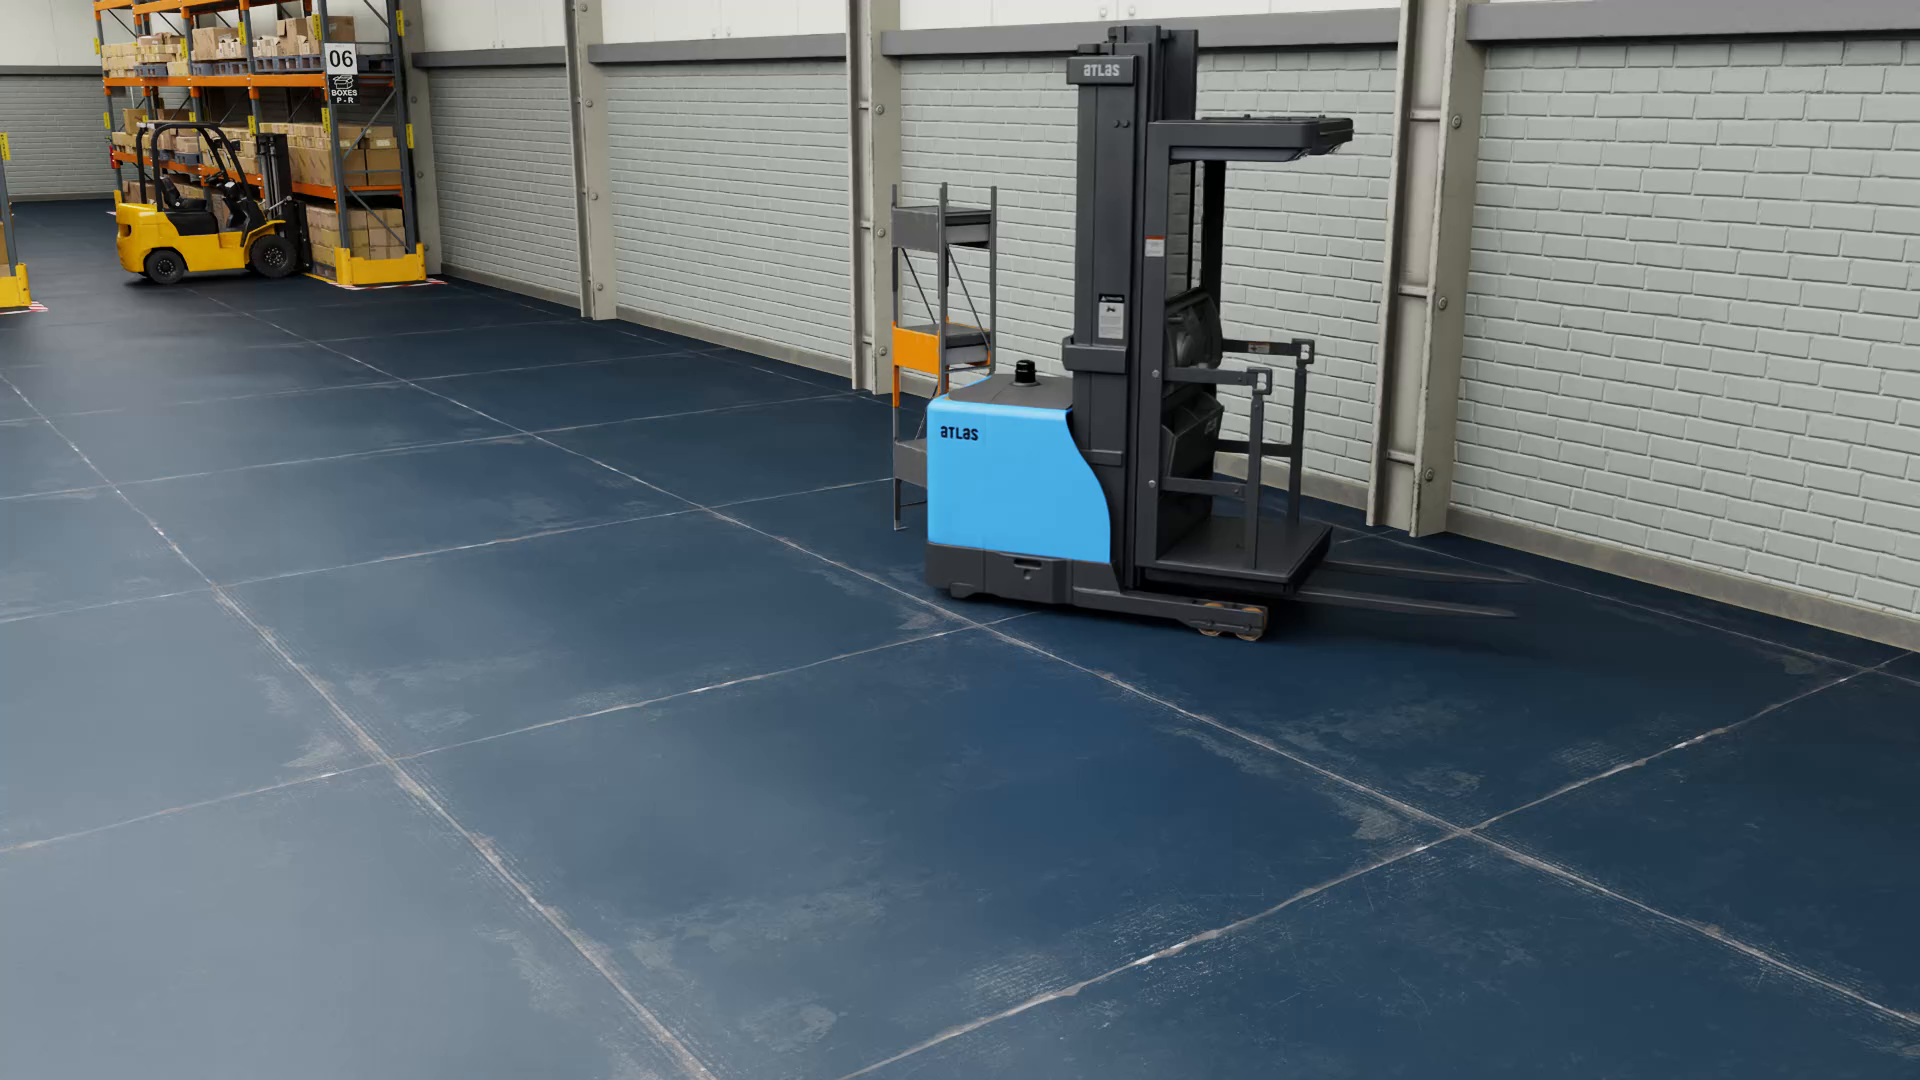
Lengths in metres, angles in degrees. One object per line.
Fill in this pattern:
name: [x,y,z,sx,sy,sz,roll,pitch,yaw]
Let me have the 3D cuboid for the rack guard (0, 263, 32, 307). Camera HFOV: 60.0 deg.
rack guard: [-12.176,-3.121,20.531,1.175,0.500,0.348,-11,19,-35]

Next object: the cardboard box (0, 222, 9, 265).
cardboard box: [-12.396,-3.768,21.155,0.500,0.500,0.500,-12,19,-36]

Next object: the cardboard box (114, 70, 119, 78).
cardboard box: [-16.991,-9.486,33.847,0.380,0.149,0.250,-11,19,-35]

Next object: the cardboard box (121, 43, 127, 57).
cardboard box: [-16.262,-9.690,32.889,0.500,0.250,0.500,-10,18,-34]

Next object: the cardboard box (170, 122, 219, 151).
cardboard box: [-13.931,-7.362,30.301,0.797,0.503,0.637,-11,19,-36]

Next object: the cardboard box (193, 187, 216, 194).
cardboard box: [-13.740,-6.346,30.290,0.380,0.149,0.250,-10,18,-33]

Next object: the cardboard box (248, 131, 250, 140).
cardboard box: [-11.118,-6.448,26.534,0.380,0.149,0.250,-11,19,-35]

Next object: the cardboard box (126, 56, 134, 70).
cardboard box: [-15.974,-9.335,32.541,0.500,0.250,0.500,-12,19,-36]

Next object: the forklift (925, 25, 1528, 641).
forklift: [1.379,-1.072,8.441,3.031,2.935,1.130,6,17,22]

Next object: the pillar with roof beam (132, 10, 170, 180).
pillar with roof beam: [-21.864,-11.439,34.824,9.100,9.000,0.400,-11,19,-35]

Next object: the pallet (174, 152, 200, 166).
pallet: [-13.277,-6.831,29.716,1.213,0.211,1.003,-11,19,-35]

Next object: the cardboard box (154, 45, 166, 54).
cardboard box: [-14.400,-8.912,30.202,0.380,0.149,0.250,-11,19,-34]

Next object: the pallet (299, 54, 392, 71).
pallet: [-8.513,-6.641,23.142,1.003,0.211,1.213,-11,19,-35]

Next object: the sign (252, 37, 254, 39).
sign: [-12.368,-8.608,29.035,0.100,0.325,0.005,-11,19,-35]

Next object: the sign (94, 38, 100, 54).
sign: [-17.965,-10.282,34.624,0.100,0.325,0.005,-11,19,-35]

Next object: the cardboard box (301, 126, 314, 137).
cardboard box: [-9.174,-5.832,23.722,0.380,0.149,0.250,-10,18,-33]

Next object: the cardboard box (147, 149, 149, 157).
cardboard box: [-15.736,-7.604,32.652,0.380,0.149,0.250,-10,18,-33]

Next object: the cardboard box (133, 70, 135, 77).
cardboard box: [-15.916,-9.112,32.480,0.380,0.149,0.250,-10,18,-33]

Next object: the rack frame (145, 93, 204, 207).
rack frame: [-15.174,-7.644,32.322,1.000,3.000,0.127,-11,19,-35]

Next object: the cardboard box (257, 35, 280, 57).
cardboard box: [-10.178,-7.375,24.841,0.500,0.311,0.500,-10,18,-33]

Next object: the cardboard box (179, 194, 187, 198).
cardboard box: [-14.161,-6.171,30.882,0.500,0.500,0.500,-12,19,-37]

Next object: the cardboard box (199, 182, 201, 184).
cardboard box: [-14.415,-6.814,32.000,0.380,0.149,0.250,-11,19,-34]

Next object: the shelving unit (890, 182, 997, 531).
shelving unit: [-0.097,-1.048,9.928,0.431,2.100,0.503,-11,19,-35]

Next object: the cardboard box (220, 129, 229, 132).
cardboard box: [-12.105,-6.763,27.686,0.380,0.149,0.250,-10,18,-33]

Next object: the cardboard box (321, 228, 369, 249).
cardboard box: [-8.657,-4.254,23.404,0.500,0.250,0.500,-11,19,-35]

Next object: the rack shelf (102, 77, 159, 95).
rack shelf: [-16.350,-9.171,33.582,1.077,0.370,4.000,-11,19,-35]

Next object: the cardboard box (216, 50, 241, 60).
cardboard box: [-11.816,-7.864,26.937,0.380,0.149,0.250,-11,19,-35]

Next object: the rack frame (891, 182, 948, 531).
rack frame: [-0.241,-1.100,10.118,0.400,2.100,0.015,-11,19,-35]

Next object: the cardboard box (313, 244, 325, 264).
cardboard box: [-8.935,-4.117,23.848,0.500,0.250,0.500,-11,19,-35]

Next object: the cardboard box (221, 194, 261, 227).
cardboard box: [-12.076,-5.573,28.460,0.875,0.625,0.625,-10,18,-33]

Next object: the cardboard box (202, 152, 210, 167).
cardboard box: [-12.759,-6.585,28.736,0.500,0.250,0.500,-11,19,-34]

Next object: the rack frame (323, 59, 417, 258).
rack frame: [-8.118,-5.081,22.960,1.000,3.000,0.127,-11,19,-35]

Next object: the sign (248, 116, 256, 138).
sign: [-10.903,-6.370,25.623,0.100,0.325,0.005,-11,19,-35]

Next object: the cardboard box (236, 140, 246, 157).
cardboard box: [-11.274,-6.278,26.670,0.500,0.250,0.500,-11,19,-36]

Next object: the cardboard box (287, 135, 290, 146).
cardboard box: [-9.766,-5.910,24.569,0.380,0.149,0.250,-12,19,-36]

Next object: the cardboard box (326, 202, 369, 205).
cardboard box: [-9.125,-4.897,24.806,0.500,0.250,0.500,-11,19,-36]

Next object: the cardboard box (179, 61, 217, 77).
cardboard box: [-13.320,-8.236,29.088,0.500,0.250,0.500,-12,19,-36]

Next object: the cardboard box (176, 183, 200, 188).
cardboard box: [-14.620,-6.679,31.508,0.380,0.149,0.250,-11,19,-35]

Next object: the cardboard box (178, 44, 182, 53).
cardboard box: [-13.530,-8.649,29.278,0.380,0.149,0.250,-12,19,-36]

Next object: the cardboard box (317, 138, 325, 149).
cardboard box: [-8.723,-5.523,23.155,0.380,0.149,0.250,-11,18,-34]

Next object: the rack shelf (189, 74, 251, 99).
rack shelf: [-11.646,-7.462,27.340,1.077,0.370,4.000,-11,19,-35]

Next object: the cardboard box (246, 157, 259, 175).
cardboard box: [-10.978,-5.930,26.345,0.500,0.250,0.500,-10,18,-33]

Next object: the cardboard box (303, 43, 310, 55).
cardboard box: [-8.851,-6.788,23.003,0.380,0.149,0.250,-12,19,-36]

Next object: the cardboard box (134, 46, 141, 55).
cardboard box: [-15.353,-9.232,31.370,0.380,0.149,0.250,-10,18,-33]

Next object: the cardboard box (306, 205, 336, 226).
cardboard box: [-9.251,-4.704,24.101,0.500,0.250,0.500,-11,19,-34]

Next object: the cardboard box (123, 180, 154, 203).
cardboard box: [-17.243,-7.351,35.186,0.797,0.503,0.637,-12,19,-37]

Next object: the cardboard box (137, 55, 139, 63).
cardboard box: [-15.320,-9.095,31.432,0.380,0.149,0.250,-11,19,-34]

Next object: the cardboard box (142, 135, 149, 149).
cardboard box: [-15.977,-7.891,32.944,0.500,0.250,0.500,-11,19,-34]
